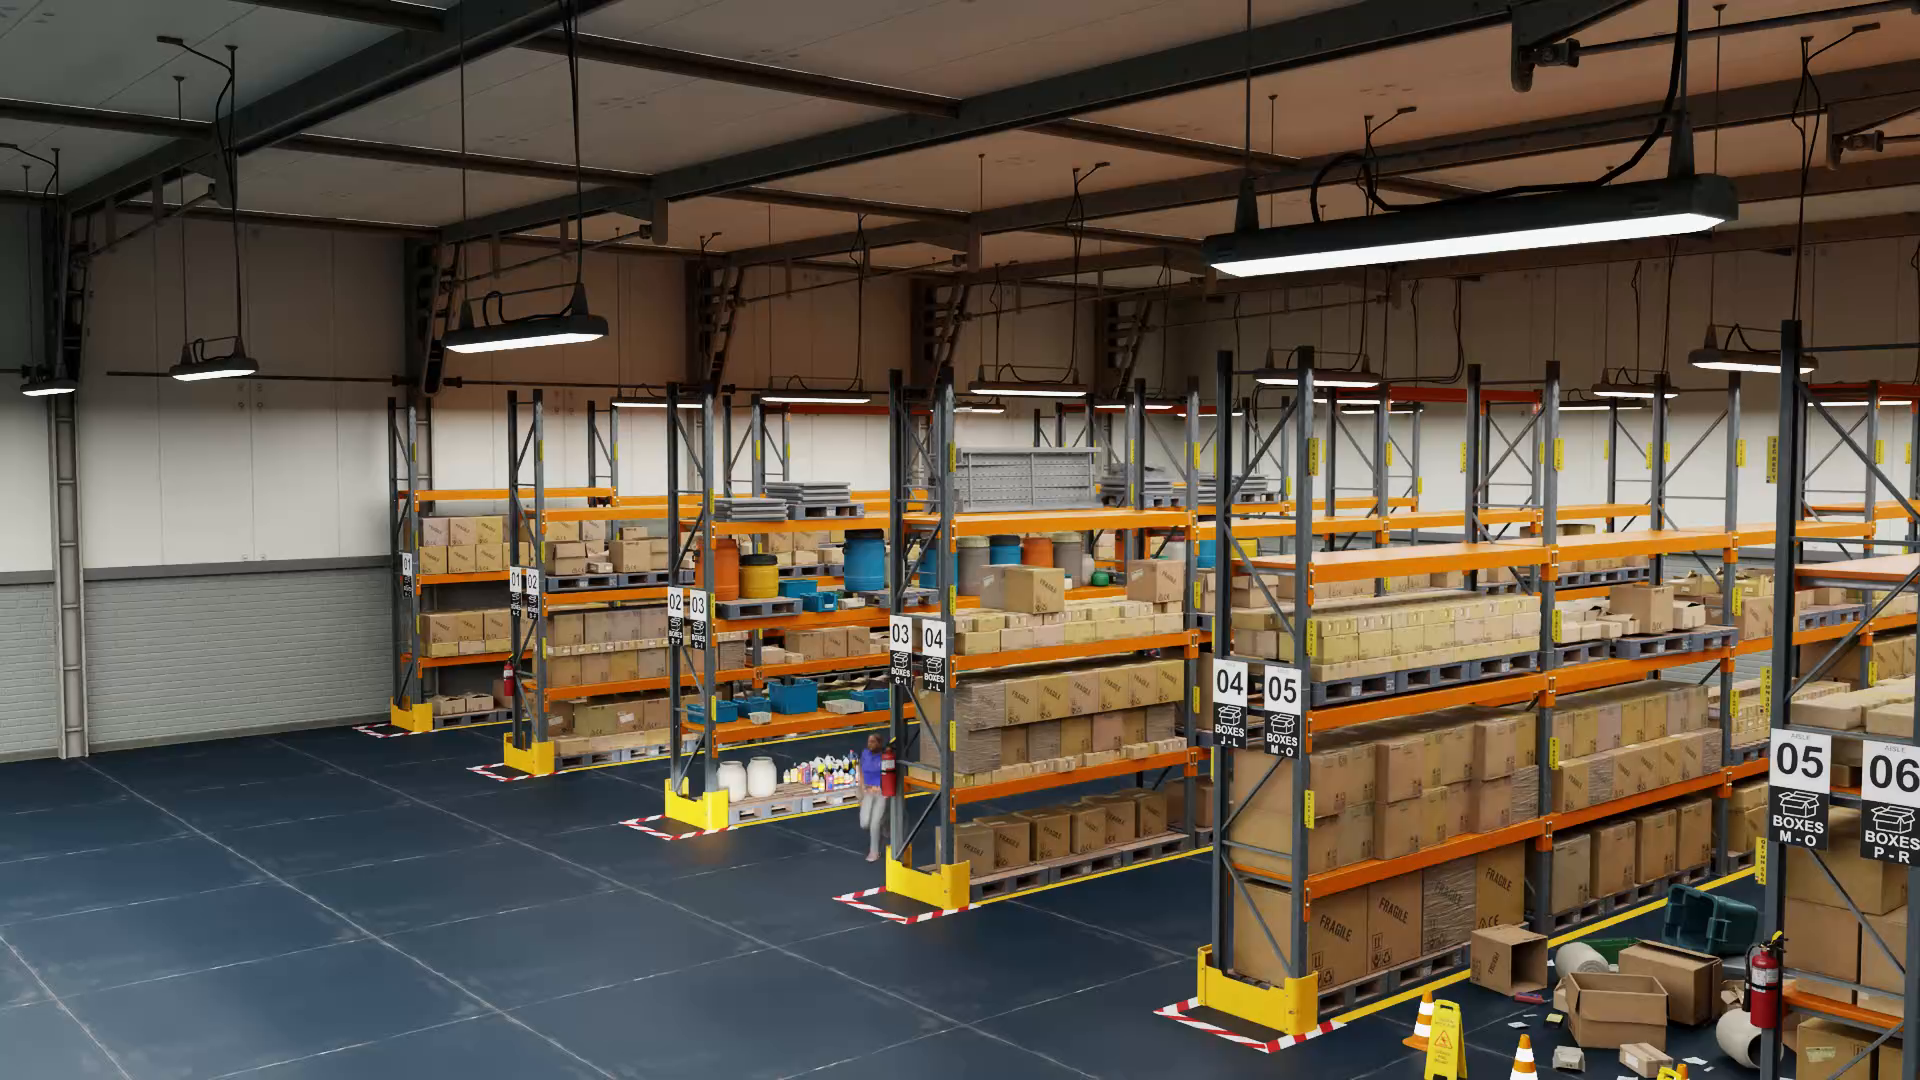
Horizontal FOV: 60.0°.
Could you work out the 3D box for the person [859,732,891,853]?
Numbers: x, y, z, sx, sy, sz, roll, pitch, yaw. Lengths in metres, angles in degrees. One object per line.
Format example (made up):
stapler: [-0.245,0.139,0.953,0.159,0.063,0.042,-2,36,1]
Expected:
person: [-1.053,3.133,20.647,0.608,1.520,0.606,2,4,31]
